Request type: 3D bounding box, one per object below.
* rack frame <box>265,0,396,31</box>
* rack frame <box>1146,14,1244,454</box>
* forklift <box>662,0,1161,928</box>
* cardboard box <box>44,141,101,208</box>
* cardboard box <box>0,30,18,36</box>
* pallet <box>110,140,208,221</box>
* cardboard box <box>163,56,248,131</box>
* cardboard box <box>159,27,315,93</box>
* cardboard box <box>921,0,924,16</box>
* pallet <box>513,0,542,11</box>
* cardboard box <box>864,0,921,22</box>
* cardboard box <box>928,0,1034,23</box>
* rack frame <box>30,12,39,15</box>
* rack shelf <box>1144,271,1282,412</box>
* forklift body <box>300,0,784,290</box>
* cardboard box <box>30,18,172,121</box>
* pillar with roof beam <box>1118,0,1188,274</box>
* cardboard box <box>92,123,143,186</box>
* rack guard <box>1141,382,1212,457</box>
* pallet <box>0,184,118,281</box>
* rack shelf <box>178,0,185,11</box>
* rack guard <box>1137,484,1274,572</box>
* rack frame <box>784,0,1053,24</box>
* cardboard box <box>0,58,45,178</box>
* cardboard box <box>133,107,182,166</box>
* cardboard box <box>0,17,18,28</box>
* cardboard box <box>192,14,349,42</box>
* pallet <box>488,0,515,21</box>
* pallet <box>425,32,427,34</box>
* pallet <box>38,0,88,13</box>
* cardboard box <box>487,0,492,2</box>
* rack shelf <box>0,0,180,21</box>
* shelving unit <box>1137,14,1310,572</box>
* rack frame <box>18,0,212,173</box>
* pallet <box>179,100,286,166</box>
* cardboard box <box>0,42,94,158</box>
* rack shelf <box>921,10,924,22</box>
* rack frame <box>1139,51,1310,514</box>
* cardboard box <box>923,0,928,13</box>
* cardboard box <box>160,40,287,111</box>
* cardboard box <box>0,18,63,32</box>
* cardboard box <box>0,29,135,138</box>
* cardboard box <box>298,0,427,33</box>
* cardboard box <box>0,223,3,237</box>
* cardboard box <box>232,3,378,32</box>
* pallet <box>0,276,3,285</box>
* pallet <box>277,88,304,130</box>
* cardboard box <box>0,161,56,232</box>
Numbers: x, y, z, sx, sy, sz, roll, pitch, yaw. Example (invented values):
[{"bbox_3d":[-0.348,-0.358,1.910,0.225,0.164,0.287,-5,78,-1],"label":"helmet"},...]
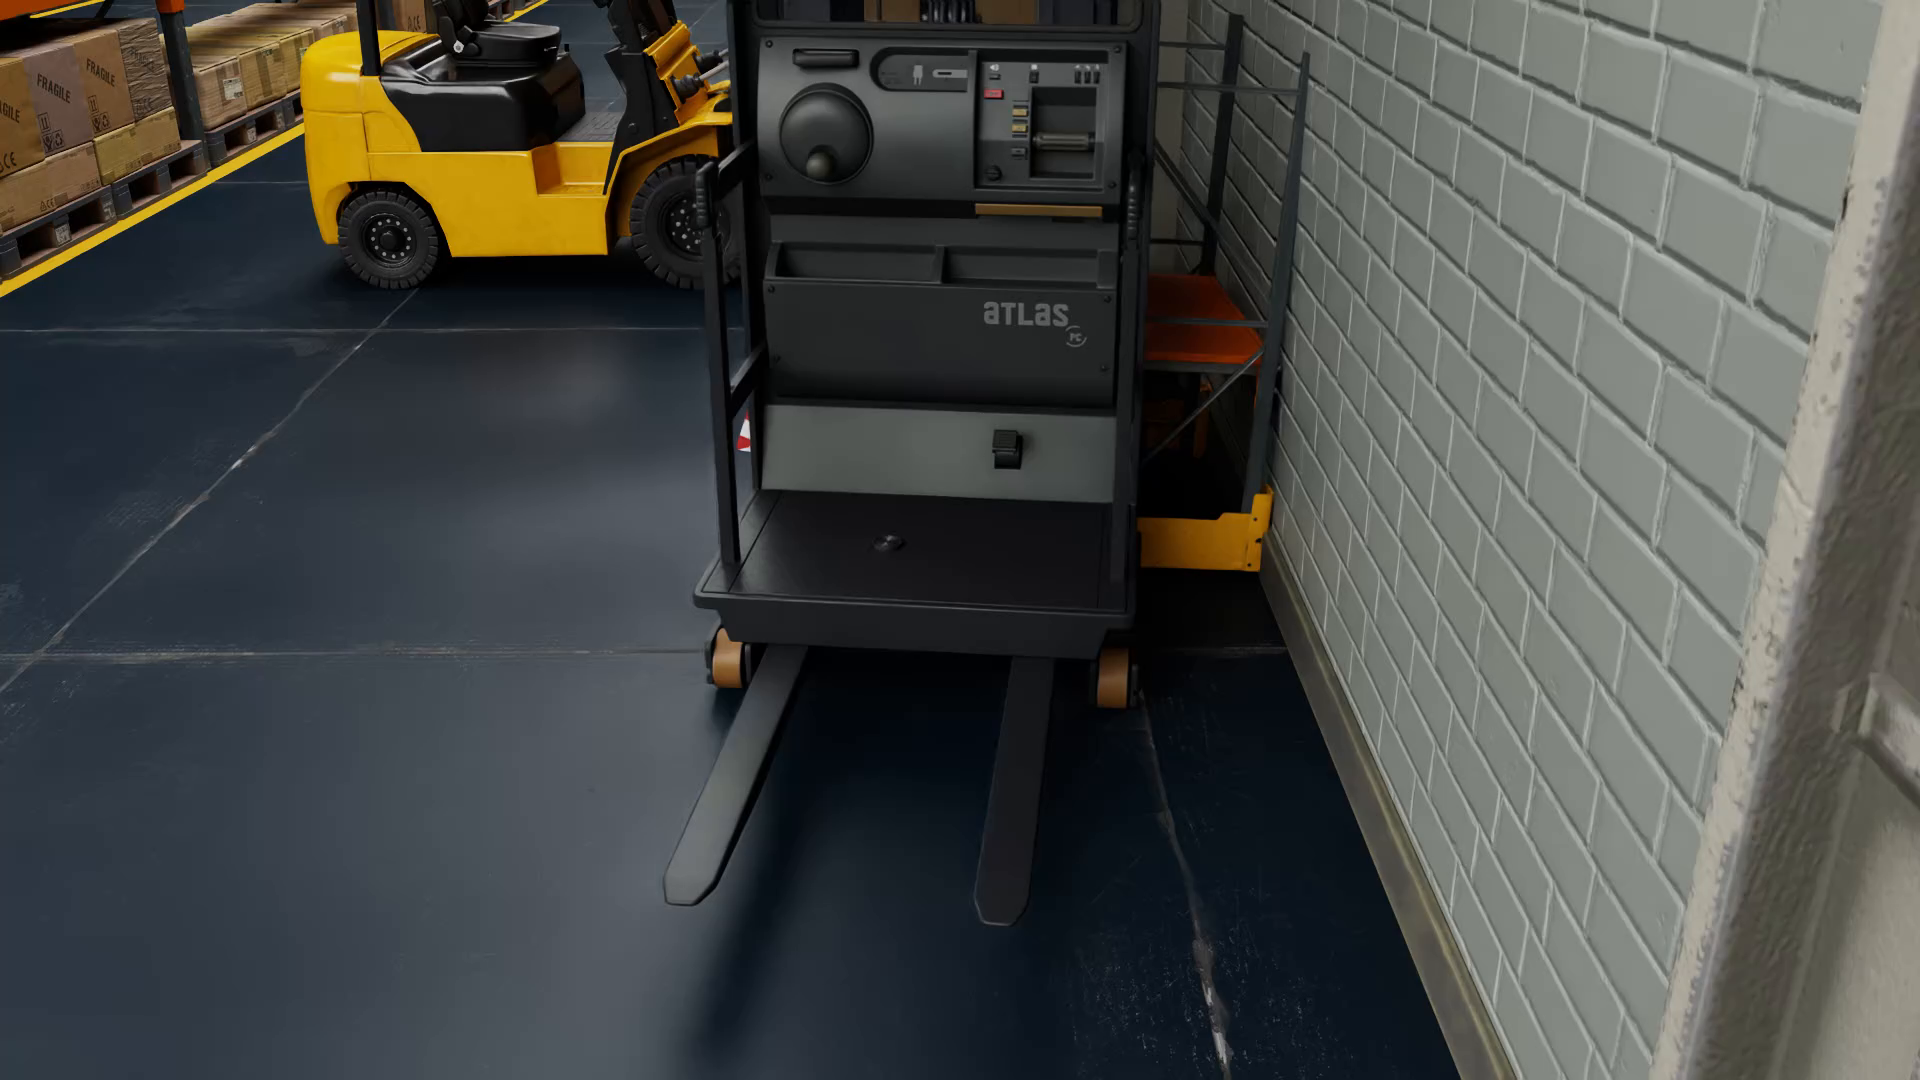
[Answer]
[{"bbox_3d":[-5.190,-5.285,13.296,1.000,3.000,0.127,0,24,-1],"label":"rack frame"},{"bbox_3d":[0.619,-1.011,5.631,0.500,1.500,0.032,2,23,-4],"label":"rack frame"},{"bbox_3d":[-0.070,-1.046,4.006,1.130,2.935,3.031,3,24,6],"label":"forklift"},{"bbox_3d":[-4.854,-1.904,8.647,0.500,0.250,0.500,0,24,0],"label":"cardboard box"},{"bbox_3d":[-5.392,-2.452,8.949,0.500,0.500,0.500,1,24,2],"label":"cardboard box"},{"bbox_3d":[-5.104,-2.090,9.614,1.003,0.211,1.213,0,24,-1],"label":"pallet"},{"bbox_3d":[-5.155,-2.847,10.584,0.950,0.372,0.625,0,24,0],"label":"cardboard box"},{"bbox_3d":[-5.175,-3.430,11.873,0.950,0.372,0.625,1,24,1],"label":"cardboard box"},{"bbox_3d":[-0.404,-2.473,6.958,0.500,0.500,0.500,0,24,1],"label":"cardboard box"},{"bbox_3d":[-5.164,-5.977,18.208,1.003,0.211,1.213,0,24,-1],"label":"pallet"},{"bbox_3d":[-0.407,-2.260,6.485,0.500,0.500,0.500,-1,24,-2],"label":"cardboard box"},{"bbox_3d":[0.133,-2.263,6.493,0.500,0.500,0.500,1,24,1],"label":"cardboard box"},{"bbox_3d":[-10.182,-6.869,16.799,1.000,3.000,0.127,0,24,-1],"label":"rack frame"},{"bbox_3d":[0.630,-0.647,5.233,0.538,0.185,1.000,2,23,-4],"label":"rack shelf"},{"bbox_3d":[-1.984,-2.399,7.944,2.313,2.155,1.214,0,24,-1],"label":"forklift body"},{"bbox_3d":[-4.872,-2.674,9.440,0.500,0.500,0.500,-1,24,-1],"label":"cardboard box"},{"bbox_3d":[-3.550,-5.017,5.424,9.100,9.000,0.400,0,24,-1],"label":"pillar with roof beam"},{"bbox_3d":[-4.855,-2.114,9.110,0.500,0.250,0.500,-1,24,-2],"label":"cardboard box"},{"bbox_3d":[0.582,-0.436,5.872,0.587,0.250,0.087,2,23,-4],"label":"rack guard"},{"bbox_3d":[-5.087,-1.586,8.500,1.003,0.211,1.213,0,24,-1],"label":"pallet"},{"bbox_3d":[-5.168,-4.133,11.622,1.077,0.370,4.000,0,24,-1],"label":"rack shelf"},{"bbox_3d":[0.625,-0.047,4.956,0.587,0.250,0.087,2,23,-4],"label":"rack guard"},{"bbox_3d":[-0.139,-2.012,6.060,1.000,3.000,0.127,0,24,-1],"label":"rack frame"},{"bbox_3d":[-4.843,-2.034,8.025,0.500,0.500,0.500,0,24,0],"label":"cardboard box"},{"bbox_3d":[-4.871,-2.333,9.595,0.500,0.250,0.500,1,24,2],"label":"cardboard box"},{"bbox_3d":[-5.469,-2.916,9.188,0.380,0.149,0.250,0,24,0],"label":"cardboard box"},{"bbox_3d":[-5.178,-3.742,12.563,0.950,0.372,0.625,-1,24,-2],"label":"cardboard box"},{"bbox_3d":[-5.150,-5.345,16.812,1.003,0.211,1.213,0,24,-1],"label":"pallet"},{"bbox_3d":[-5.123,-4.340,14.589,1.003,0.211,1.213,0,24,-1],"label":"pallet"},{"bbox_3d":[-10.225,-5.876,17.985,1.003,0.211,1.213,0,24,-1],"label":"pallet"},{"bbox_3d":[-5.147,-5.901,16.727,0.875,0.875,0.875,0,24,1],"label":"cardboard box"},{"bbox_3d":[-5.125,-2.485,7.977,1.077,0.370,4.000,0,24,-1],"label":"rack shelf"},{"bbox_3d":[0.641,-0.816,5.172,0.587,1.500,1.083,2,23,-4],"label":"shelving unit"},{"bbox_3d":[-5.146,-3.637,9.651,1.000,3.000,0.127,0,24,-1],"label":"rack frame"},{"bbox_3d":[-5.156,-2.687,10.935,1.003,0.211,1.213,0,24,-1],"label":"pallet"},{"bbox_3d":[-4.858,-2.255,8.512,0.500,0.500,0.500,1,24,2],"label":"cardboard box"},{"bbox_3d":[-0.161,-2.509,8.030,1.077,0.370,4.000,0,24,-1],"label":"rack shelf"},{"bbox_3d":[0.663,-0.614,4.696,0.500,1.500,0.032,2,23,-4],"label":"rack frame"},{"bbox_3d":[0.105,-2.478,6.968,0.500,0.500,0.500,0,24,1],"label":"cardboard box"},{"bbox_3d":[-5.166,-3.143,11.239,0.950,0.372,0.625,1,24,3],"label":"cardboard box"},{"bbox_3d":[-5.410,-2.673,9.437,0.500,0.500,0.500,1,24,2],"label":"cardboard box"},{"bbox_3d":[-4.864,-2.465,8.977,0.500,0.500,0.500,0,24,0],"label":"cardboard box"},{"bbox_3d":[-5.114,-4.793,14.277,0.875,0.875,0.875,0,24,-1],"label":"cardboard box"},{"bbox_3d":[-4.833,-1.471,7.690,0.500,0.250,0.500,1,24,1],"label":"cardboard box"},{"bbox_3d":[-5.194,-4.046,13.236,0.950,0.372,0.625,-2,24,-4],"label":"cardboard box"},{"bbox_3d":[-5.077,-1.084,7.391,1.003,0.211,1.213,0,24,-1],"label":"pallet"},{"bbox_3d":[-5.173,-3.191,12.050,1.003,0.211,1.213,0,24,-1],"label":"pallet"},{"bbox_3d":[-4.852,-1.696,8.187,0.500,0.250,0.500,1,24,3],"label":"cardboard box"}]
